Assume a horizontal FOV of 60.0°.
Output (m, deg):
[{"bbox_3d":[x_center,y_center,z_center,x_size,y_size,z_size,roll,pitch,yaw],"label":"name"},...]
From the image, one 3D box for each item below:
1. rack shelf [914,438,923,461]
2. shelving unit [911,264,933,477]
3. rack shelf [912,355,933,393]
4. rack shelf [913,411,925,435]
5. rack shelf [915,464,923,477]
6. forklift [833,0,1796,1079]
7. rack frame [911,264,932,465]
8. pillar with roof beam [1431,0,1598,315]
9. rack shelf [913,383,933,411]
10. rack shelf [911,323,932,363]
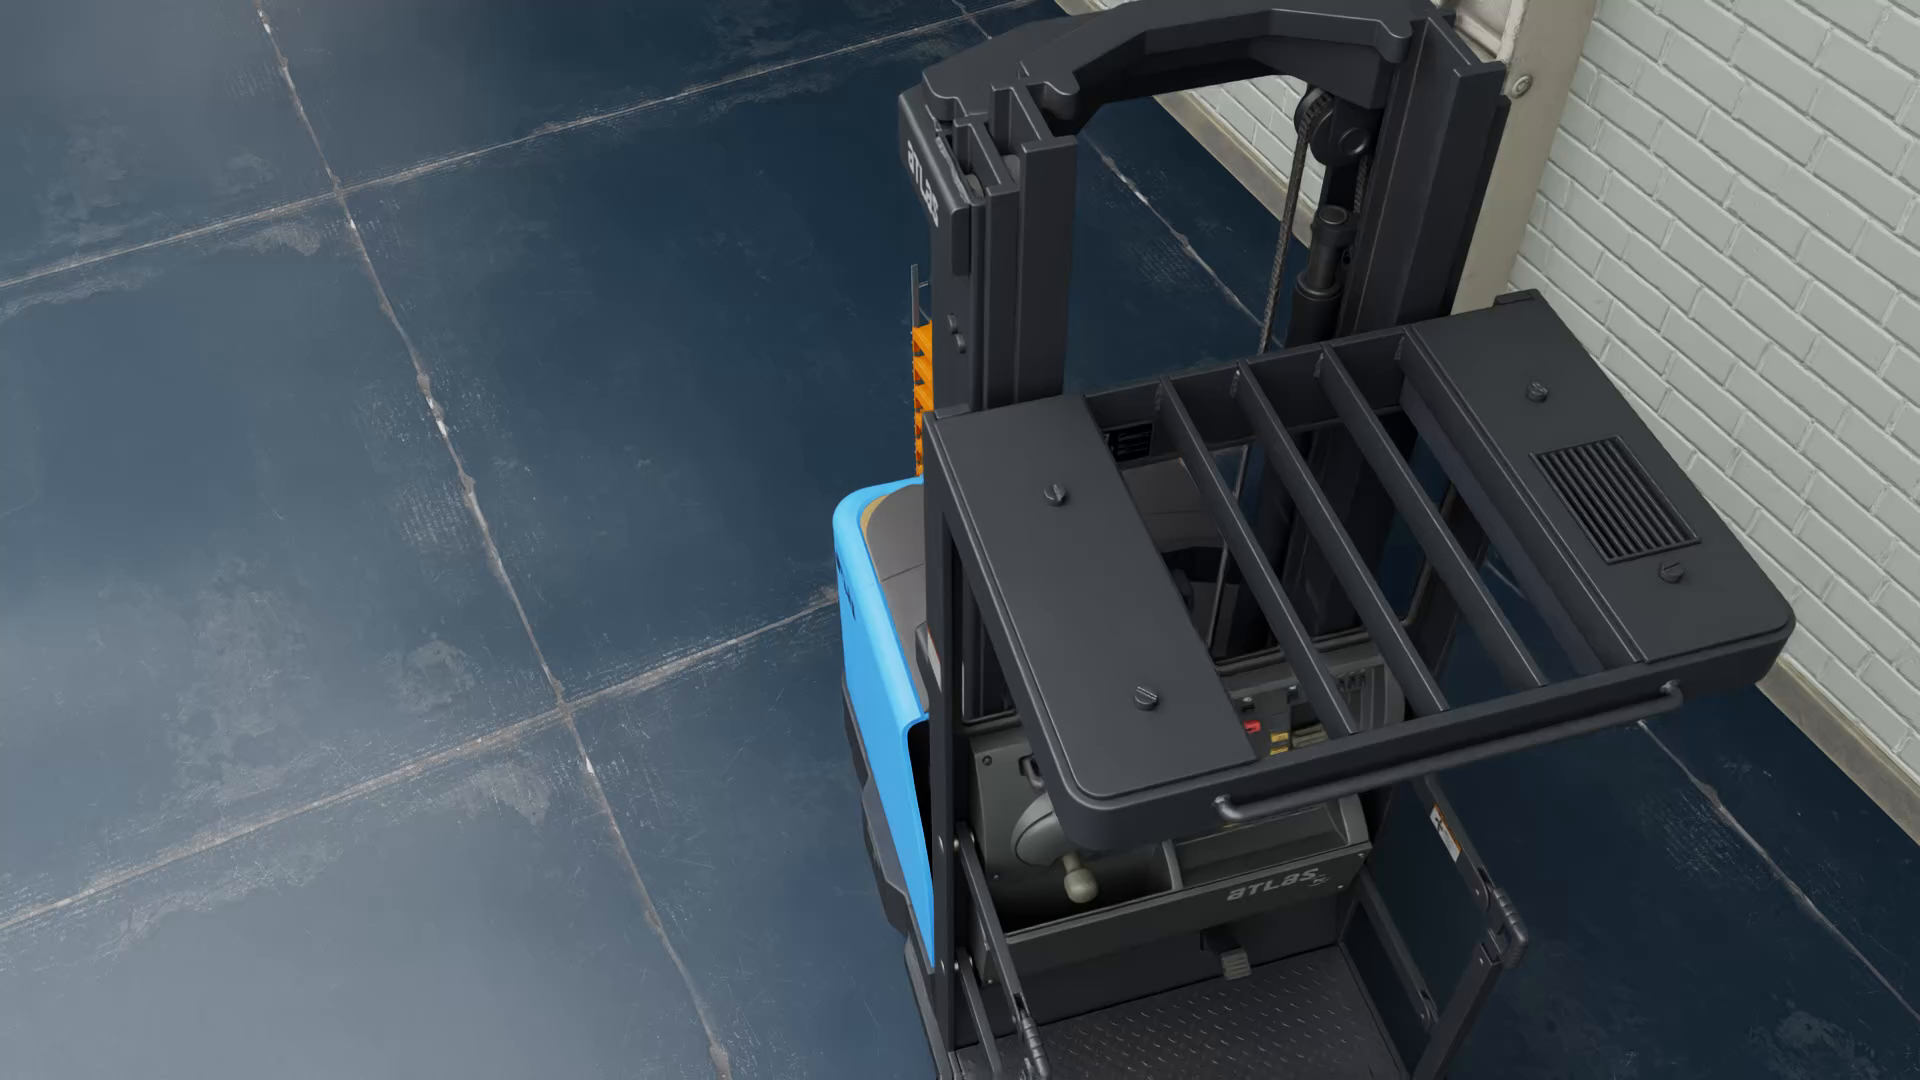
[{"bbox_3d":[0.007,-0.277,5.414,0.258,0.103,0.180,-21,52,-18],"label":"rack shelf"},{"bbox_3d":[0.007,-0.385,5.290,0.258,1.200,0.189,-21,52,-18],"label":"shelving unit"},{"bbox_3d":[0.007,-0.514,5.143,0.258,0.103,0.180,-21,52,-18],"label":"rack shelf"},{"bbox_3d":[0.007,-0.356,5.323,0.258,0.103,0.180,-21,52,-18],"label":"rack shelf"},{"bbox_3d":[0.007,-0.198,5.504,0.258,0.103,0.180,-21,52,-18],"label":"rack shelf"},{"bbox_3d":[0.544,0.583,3.293,1.130,2.935,3.031,-12,50,-11],"label":"forklift"},{"bbox_3d":[-0.035,-0.447,5.343,0.240,1.200,0.006,-21,52,-18],"label":"rack frame"},{"bbox_3d":[-2.141,-2.089,1.599,9.100,9.000,0.400,-21,52,-18],"label":"pillar with roof beam"},{"bbox_3d":[0.007,-0.435,5.233,0.258,0.103,0.180,-21,52,-18],"label":"rack shelf"},{"bbox_3d":[0.007,-0.593,5.052,0.258,0.103,0.180,-21,52,-18],"label":"rack shelf"}]
